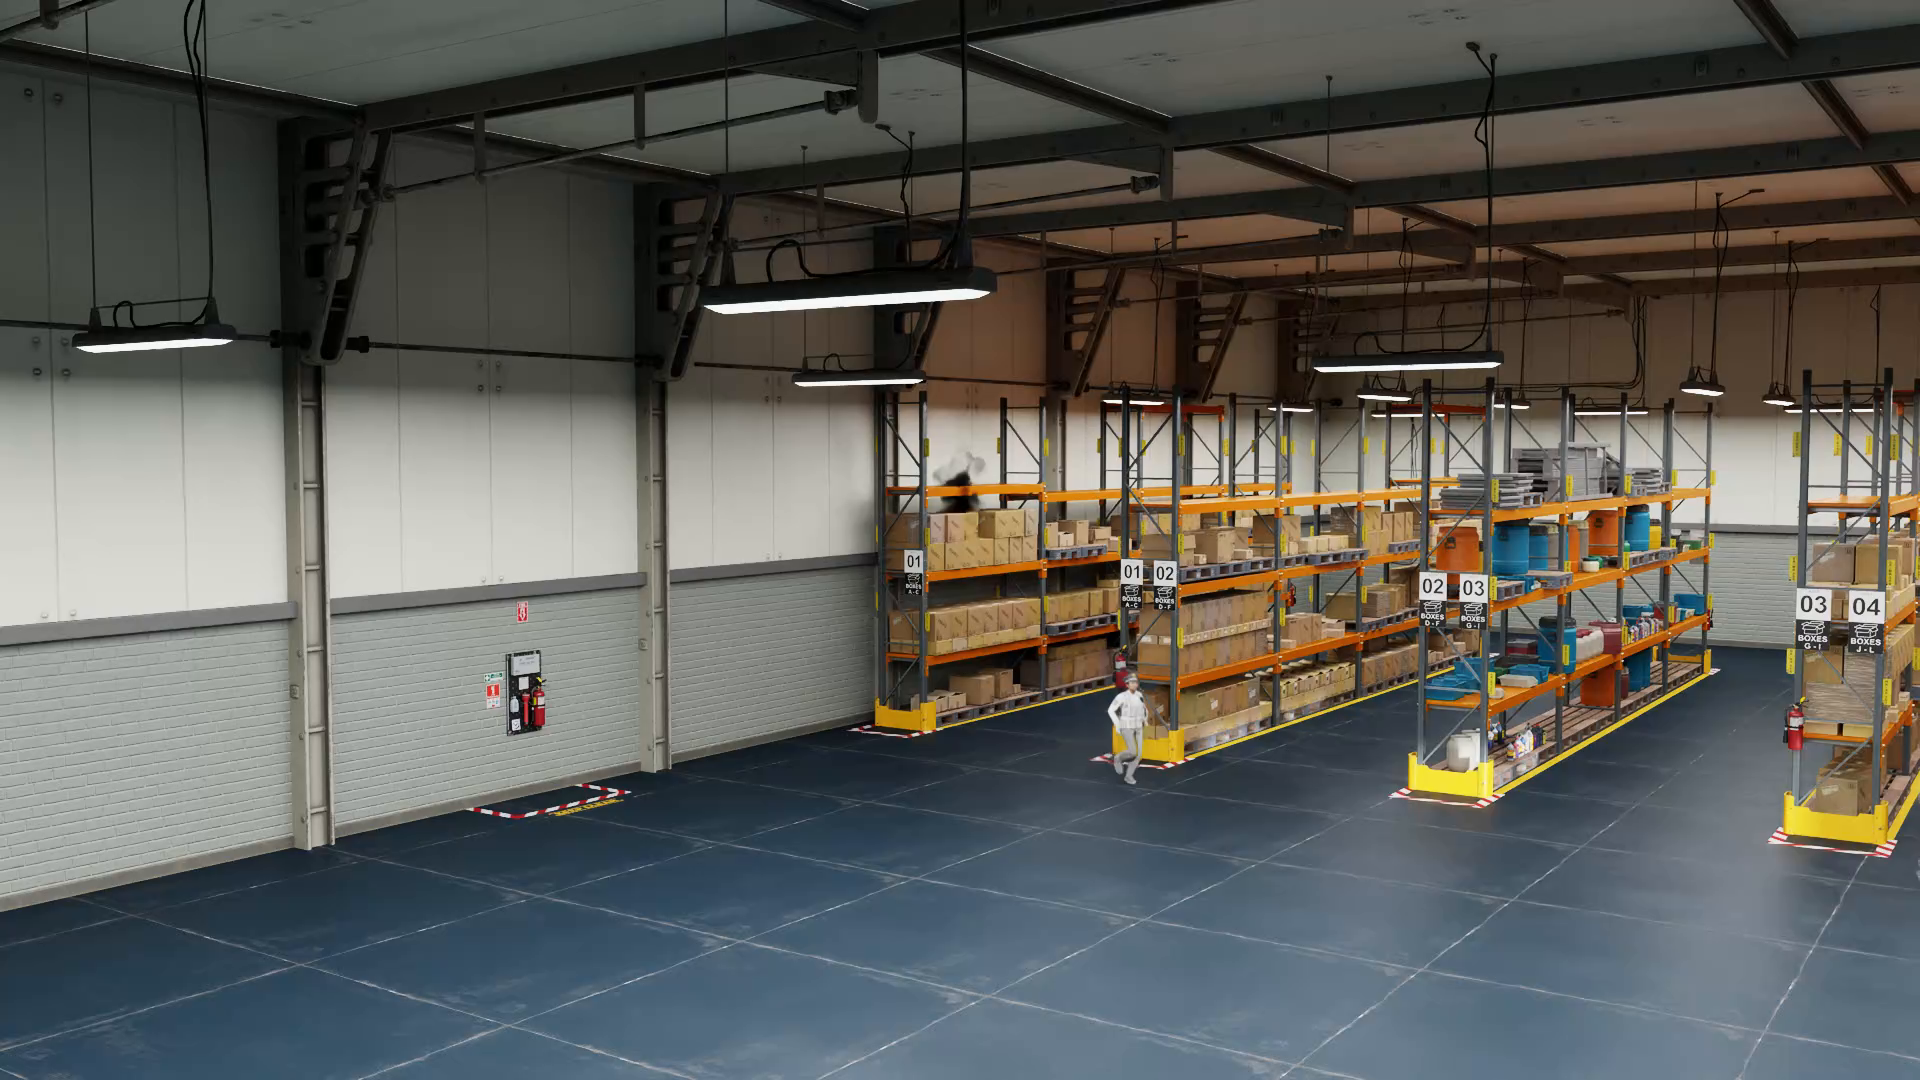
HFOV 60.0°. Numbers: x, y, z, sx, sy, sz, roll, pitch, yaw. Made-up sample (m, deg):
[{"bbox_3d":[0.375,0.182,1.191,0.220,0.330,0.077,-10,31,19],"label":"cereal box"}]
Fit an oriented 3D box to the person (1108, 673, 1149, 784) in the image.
[{"bbox_3d":[2.560,2.809,24.809,0.623,1.657,0.550,-2,4,-26],"label":"person"}]
